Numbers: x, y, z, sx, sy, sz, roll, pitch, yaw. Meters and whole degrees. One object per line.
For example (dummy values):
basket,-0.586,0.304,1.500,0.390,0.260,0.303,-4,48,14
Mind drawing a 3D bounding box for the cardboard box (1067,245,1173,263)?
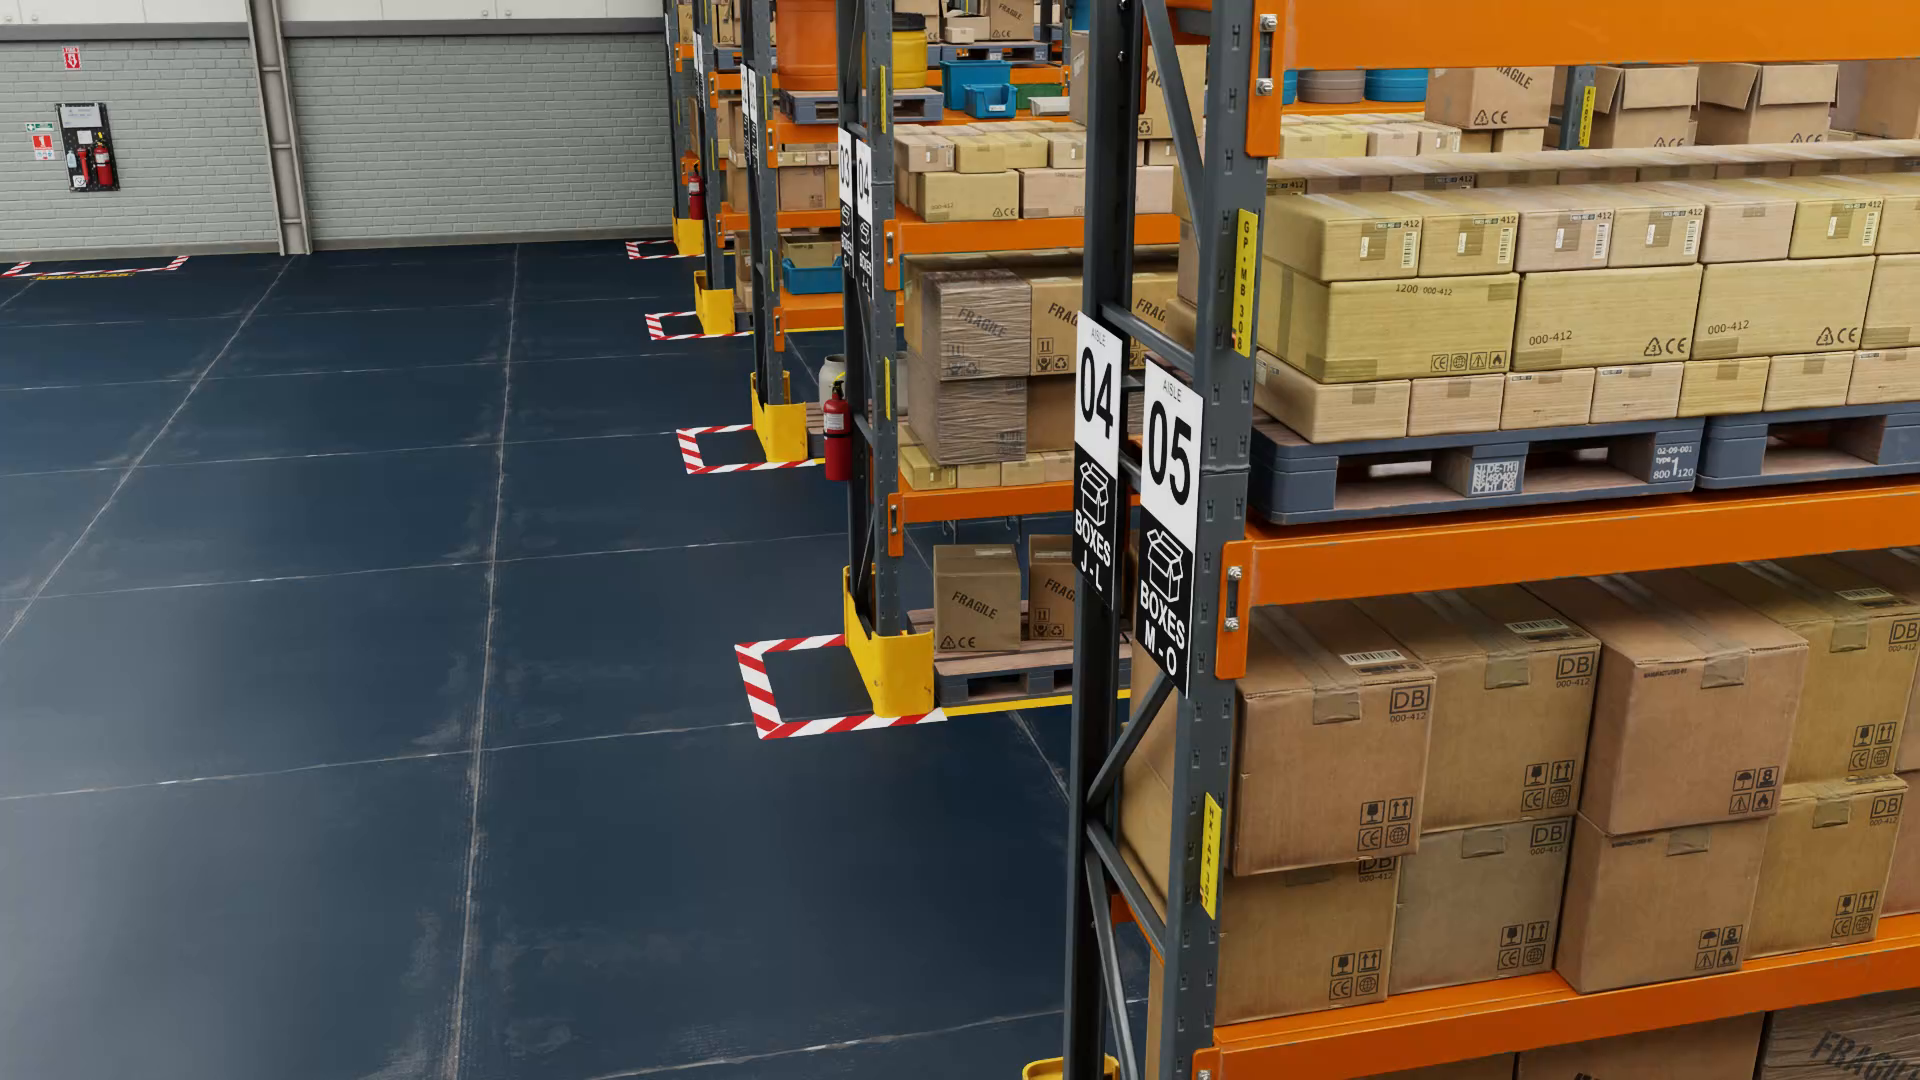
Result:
cardboard box,0.938,-1.450,9.879,0.500,0.500,0.500,-5,21,-12

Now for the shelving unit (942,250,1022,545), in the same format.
shelving unit,0.161,-0.999,11.989,0.503,2.100,0.431,-5,21,-12

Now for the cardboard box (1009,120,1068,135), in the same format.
cardboard box,0.445,-2.306,9.527,0.250,0.149,0.380,-5,21,-12

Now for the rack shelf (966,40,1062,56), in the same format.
rack shelf,1.906,-7.107,24.039,4.000,0.370,1.077,-5,21,-12

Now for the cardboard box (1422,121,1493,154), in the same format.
cardboard box,2.848,-2.316,9.553,0.250,0.149,0.380,-4,21,-12

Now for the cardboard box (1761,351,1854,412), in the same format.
cardboard box,2.165,-0.473,4.493,0.250,0.149,0.380,-5,21,-13

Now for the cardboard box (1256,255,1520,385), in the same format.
cardboard box,1.058,-0.593,4.241,0.500,0.250,0.500,-5,21,-13

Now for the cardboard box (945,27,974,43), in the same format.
cardboard box,-0.007,-5.586,18.394,0.250,0.149,0.380,-5,21,-12

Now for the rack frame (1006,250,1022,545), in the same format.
rack frame,0.399,-1.018,12.042,0.015,2.100,0.400,-5,21,-12

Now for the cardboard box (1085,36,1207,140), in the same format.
cardboard box,0.994,-2.444,8.960,0.500,0.500,0.500,-5,21,-13

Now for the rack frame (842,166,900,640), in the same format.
rack frame,-0.513,-0.587,9.556,0.127,3.000,1.000,-5,21,-12

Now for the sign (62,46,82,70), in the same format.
sign,-11.734,-6.369,21.972,0.199,0.298,0.001,-5,21,-12

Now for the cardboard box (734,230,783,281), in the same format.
cardboard box,-2.336,-3.303,19.269,0.500,0.500,0.500,-5,21,-12

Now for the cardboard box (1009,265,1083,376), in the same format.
cardboard box,0.573,-1.233,9.287,0.500,0.500,0.500,-5,21,-12

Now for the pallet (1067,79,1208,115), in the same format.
pallet,1.560,-3.791,14.218,1.003,0.211,1.213,-5,21,-12

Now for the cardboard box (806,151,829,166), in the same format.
cardboard box,-1.612,-4.274,18.533,0.250,0.149,0.380,-5,21,-13

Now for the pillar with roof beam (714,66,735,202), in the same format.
pillar with roof beam,-2.460,-7.282,19.111,0.400,9.000,9.100,-5,21,-12

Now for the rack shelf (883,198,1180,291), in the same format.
rack shelf,1.433,-1.816,9.596,4.000,0.370,1.077,-5,21,-12

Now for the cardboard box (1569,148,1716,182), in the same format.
cardboard box,2.017,-1.069,4.960,0.250,0.149,0.380,-5,21,-13

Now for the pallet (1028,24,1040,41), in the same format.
pallet,0.585,-7.211,23.552,1.003,0.211,1.213,-5,21,-12

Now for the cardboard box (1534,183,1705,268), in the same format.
cardboard box,1.667,-0.807,4.247,0.250,0.149,0.380,-4,21,-12

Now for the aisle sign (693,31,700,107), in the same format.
aisle sign,-2.921,-5.217,18.416,0.004,0.787,0.394,-5,21,-12

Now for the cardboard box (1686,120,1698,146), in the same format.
cardboard box,4.271,-2.554,10.150,0.258,0.266,0.396,-4,20,-11

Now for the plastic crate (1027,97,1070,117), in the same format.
plastic crate,0.771,-3.584,13.759,0.396,0.136,0.243,-5,21,-12

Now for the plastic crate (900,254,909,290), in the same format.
plastic crate,-0.601,-2.364,14.624,0.408,0.251,0.499,-5,21,-12

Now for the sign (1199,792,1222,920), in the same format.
sign,0.652,0.824,4.331,0.005,0.325,0.100,-5,21,-12

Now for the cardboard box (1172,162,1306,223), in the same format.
cardboard box,0.779,-0.968,4.685,0.250,0.149,0.380,-4,21,-12

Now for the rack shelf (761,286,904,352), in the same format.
rack shelf,0.293,-2.065,14.638,4.000,0.370,1.077,-5,21,-12

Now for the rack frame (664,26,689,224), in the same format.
rack frame,-3.933,-5.561,23.135,0.127,3.000,1.000,-5,21,-12

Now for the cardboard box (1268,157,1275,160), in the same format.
cardboard box,1.566,-2.209,9.260,0.250,0.149,0.380,-5,21,-14

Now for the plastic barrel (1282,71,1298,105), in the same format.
plastic barrel,2.685,-4.318,14.652,0.708,0.901,0.600,-5,21,-12

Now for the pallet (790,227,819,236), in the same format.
pallet,-1.875,-4.406,24.034,1.213,0.211,1.003,-5,21,-12

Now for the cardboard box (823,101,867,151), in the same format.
cardboard box,-1.279,-4.680,18.698,0.500,0.500,0.700,-5,21,-12

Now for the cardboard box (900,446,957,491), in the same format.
cardboard box,-0.181,-0.412,9.443,0.250,0.149,0.380,-5,21,-12

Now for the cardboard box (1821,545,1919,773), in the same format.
cardboard box,2.990,0.284,5.390,0.550,0.550,0.875,-5,21,-12

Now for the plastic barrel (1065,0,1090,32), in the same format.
plastic barrel,1.246,-4.360,14.155,0.708,0.901,0.600,-5,21,-12

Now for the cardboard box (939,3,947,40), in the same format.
cardboard box,-0.477,-7.220,23.127,0.500,0.500,0.500,-4,21,-11

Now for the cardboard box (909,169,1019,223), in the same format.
cardboard box,0.015,-1.877,8.934,0.500,0.250,0.500,-4,21,-11

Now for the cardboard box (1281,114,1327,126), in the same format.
cardboard box,1.972,-2.422,9.844,0.250,0.149,0.380,-5,21,-13

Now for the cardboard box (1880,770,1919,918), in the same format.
cardboard box,2.983,0.782,5.601,0.550,0.550,0.875,-5,21,-12

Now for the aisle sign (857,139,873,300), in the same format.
aisle sign,-0.505,-1.702,8.821,0.004,0.787,0.394,-5,21,-12

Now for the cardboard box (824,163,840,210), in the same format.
cardboard box,-1.337,-4.063,18.901,0.500,0.500,0.700,-5,21,-12

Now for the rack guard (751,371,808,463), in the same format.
rack guard,-1.590,-1.093,14.571,0.348,0.500,1.175,-5,21,-12

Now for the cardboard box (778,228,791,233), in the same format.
cardboard box,-2.684,-4.575,23.712,0.500,0.311,0.500,-3,20,-8

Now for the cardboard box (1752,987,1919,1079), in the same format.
cardboard box,2.918,1.664,5.889,0.875,0.875,0.875,-4,21,-12

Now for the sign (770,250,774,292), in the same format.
sign,-1.531,-2.190,13.531,0.005,0.325,0.100,-5,21,-12

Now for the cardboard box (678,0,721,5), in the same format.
cardboard box,-3.502,-7.445,22.288,0.500,0.500,0.500,-6,21,-16

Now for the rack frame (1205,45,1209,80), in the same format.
rack frame,2.240,-5.378,13.914,0.127,3.000,1.000,-5,21,-12

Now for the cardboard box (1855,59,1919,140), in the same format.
cardboard box,5.883,-2.711,10.120,0.500,0.500,0.500,-4,21,-12

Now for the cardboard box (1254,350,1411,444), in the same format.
cardboard box,0.937,-0.373,4.221,0.250,0.149,0.380,-4,21,-12

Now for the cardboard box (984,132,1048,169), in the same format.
cardboard box,0.300,-2.106,8.980,0.250,0.149,0.380,-5,21,-13

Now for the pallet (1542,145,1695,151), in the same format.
pallet,4.005,-2.237,9.973,1.003,0.211,1.213,-5,21,-12

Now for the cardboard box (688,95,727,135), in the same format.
cardboard box,-3.523,-5.961,23.324,0.500,0.500,0.500,-5,21,-13
